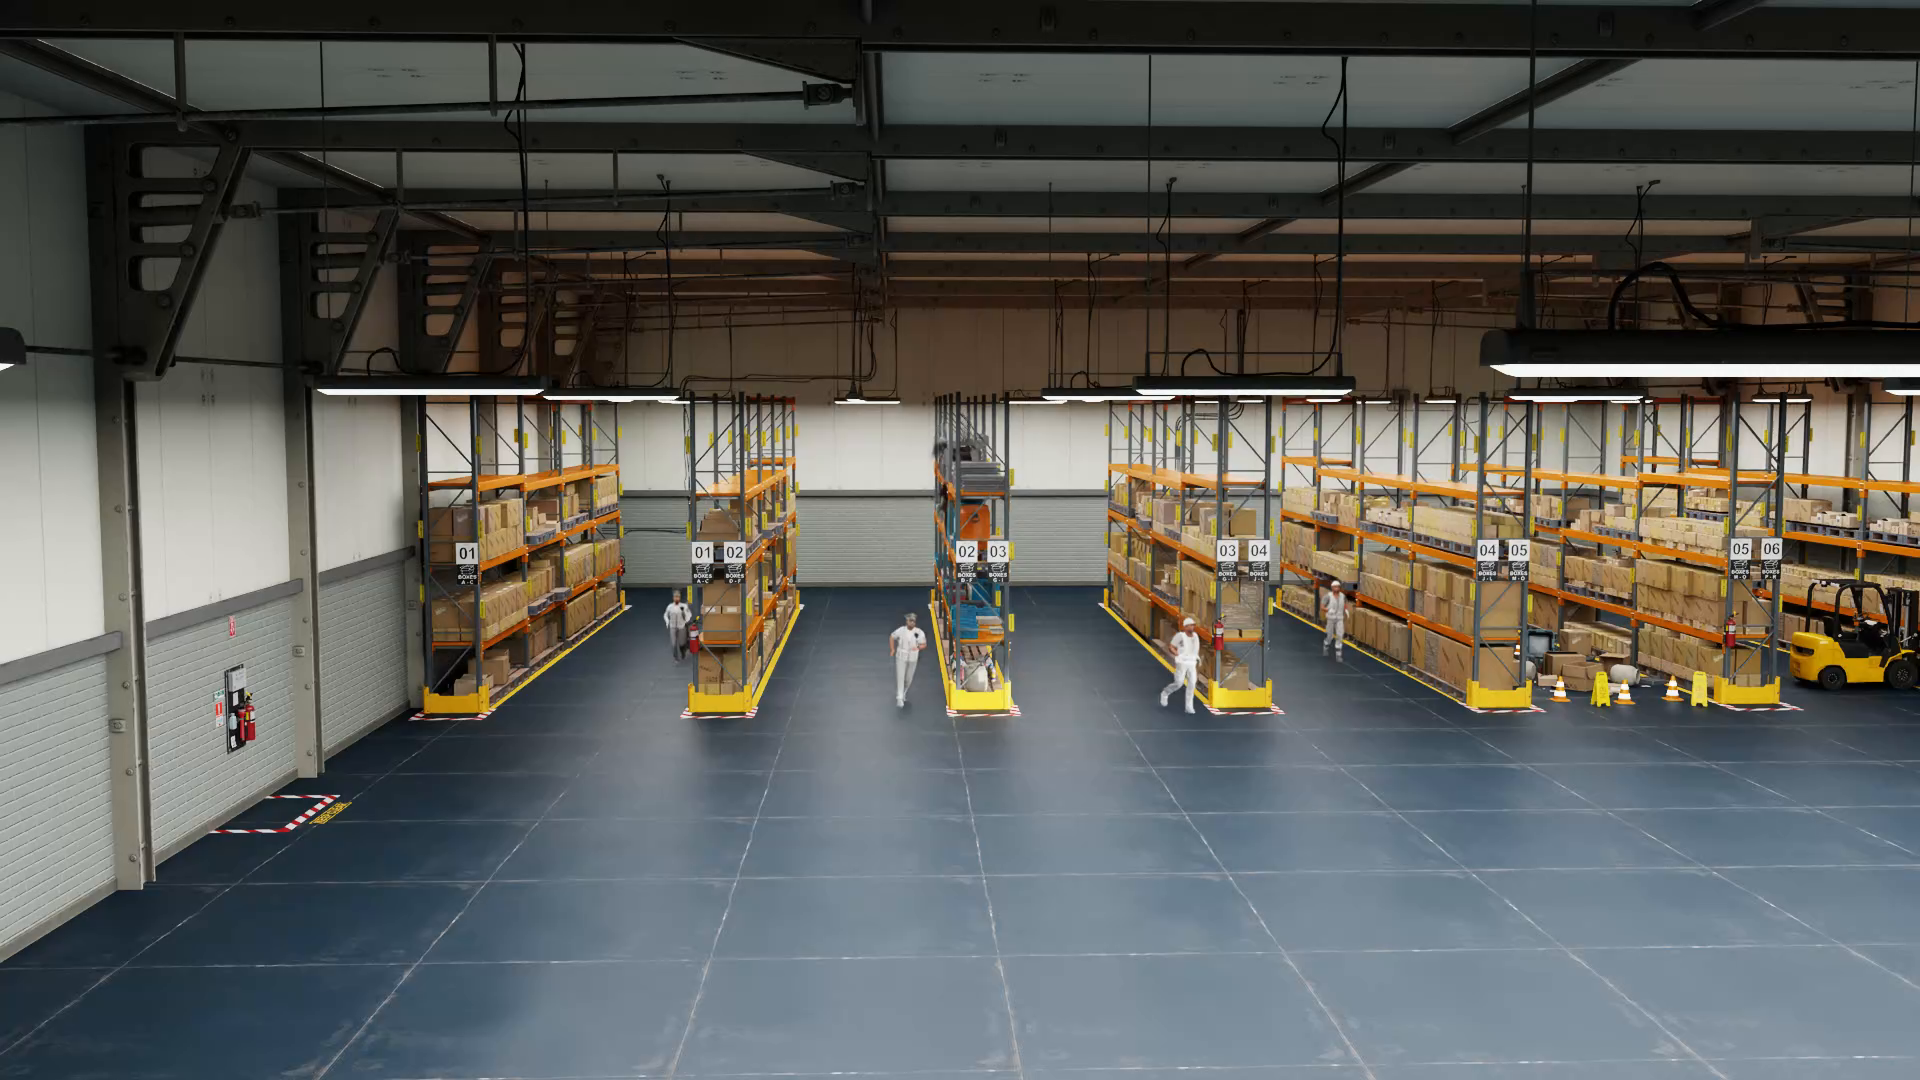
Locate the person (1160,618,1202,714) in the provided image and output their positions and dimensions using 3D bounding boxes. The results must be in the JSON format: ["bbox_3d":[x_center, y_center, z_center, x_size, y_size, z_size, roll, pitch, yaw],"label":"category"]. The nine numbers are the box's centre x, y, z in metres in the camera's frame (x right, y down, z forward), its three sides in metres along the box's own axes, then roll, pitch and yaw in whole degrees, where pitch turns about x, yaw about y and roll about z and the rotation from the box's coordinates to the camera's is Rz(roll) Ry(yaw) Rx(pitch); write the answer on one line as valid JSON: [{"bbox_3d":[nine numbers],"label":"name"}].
[{"bbox_3d":[4.271,2.342,31.250,0.744,1.735,0.951,-3,5,-30],"label":"person"}]

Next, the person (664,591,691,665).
[{"bbox_3d":[-6.285,1.939,36.955,0.613,1.646,0.579,0,5,-3],"label":"person"}]

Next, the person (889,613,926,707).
[{"bbox_3d":[-0.982,2.267,31.790,0.690,1.746,1.037,-1,5,-9],"label":"person"}]

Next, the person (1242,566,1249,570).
[{"bbox_3d":[7.894,1.086,47.278,0.751,1.736,0.630,1,5,7],"label":"person"}]

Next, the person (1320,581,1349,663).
[{"bbox_3d":[8.463,1.813,37.562,0.682,1.807,0.883,0,5,-6],"label":"person"}]
